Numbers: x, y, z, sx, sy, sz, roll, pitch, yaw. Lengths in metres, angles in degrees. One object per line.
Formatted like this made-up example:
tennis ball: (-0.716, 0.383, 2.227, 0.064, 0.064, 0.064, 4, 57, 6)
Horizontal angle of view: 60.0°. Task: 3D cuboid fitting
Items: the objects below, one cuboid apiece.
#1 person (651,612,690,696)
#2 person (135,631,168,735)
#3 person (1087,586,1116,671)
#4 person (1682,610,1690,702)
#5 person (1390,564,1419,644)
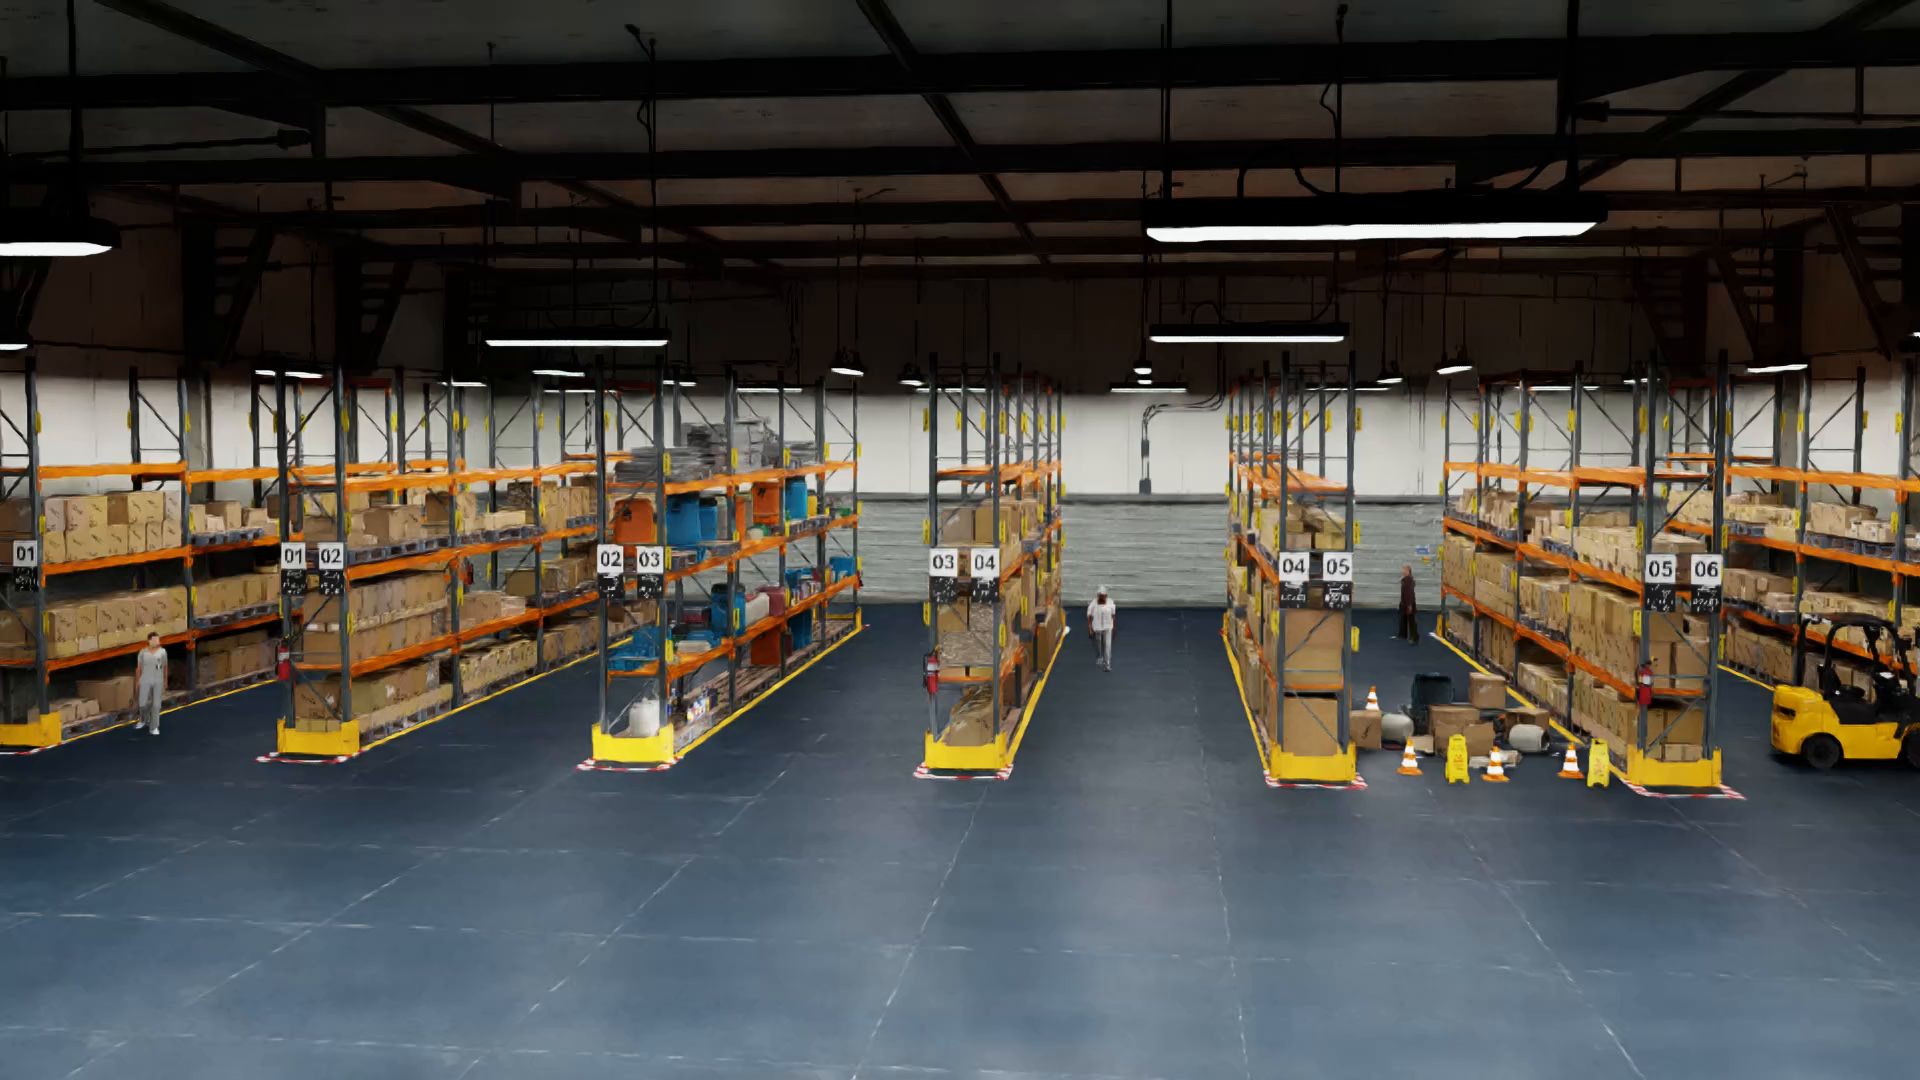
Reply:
person: (-5.212, 2.078, 29.839, 0.488, 1.624, 0.931, 2, 5, 30)
person: (-13.007, 2.286, 26.735, 0.509, 1.663, 0.519, -2, 5, -30)
person: (2.863, 1.767, 33.656, 0.577, 1.691, 1.114, 1, 4, 9)
person: (12.821, 2.022, 29.766, 0.576, 1.718, 0.626, 3, 5, 36)
person: (10.085, 1.431, 37.646, 0.583, 1.780, 0.772, 0, 4, 2)
